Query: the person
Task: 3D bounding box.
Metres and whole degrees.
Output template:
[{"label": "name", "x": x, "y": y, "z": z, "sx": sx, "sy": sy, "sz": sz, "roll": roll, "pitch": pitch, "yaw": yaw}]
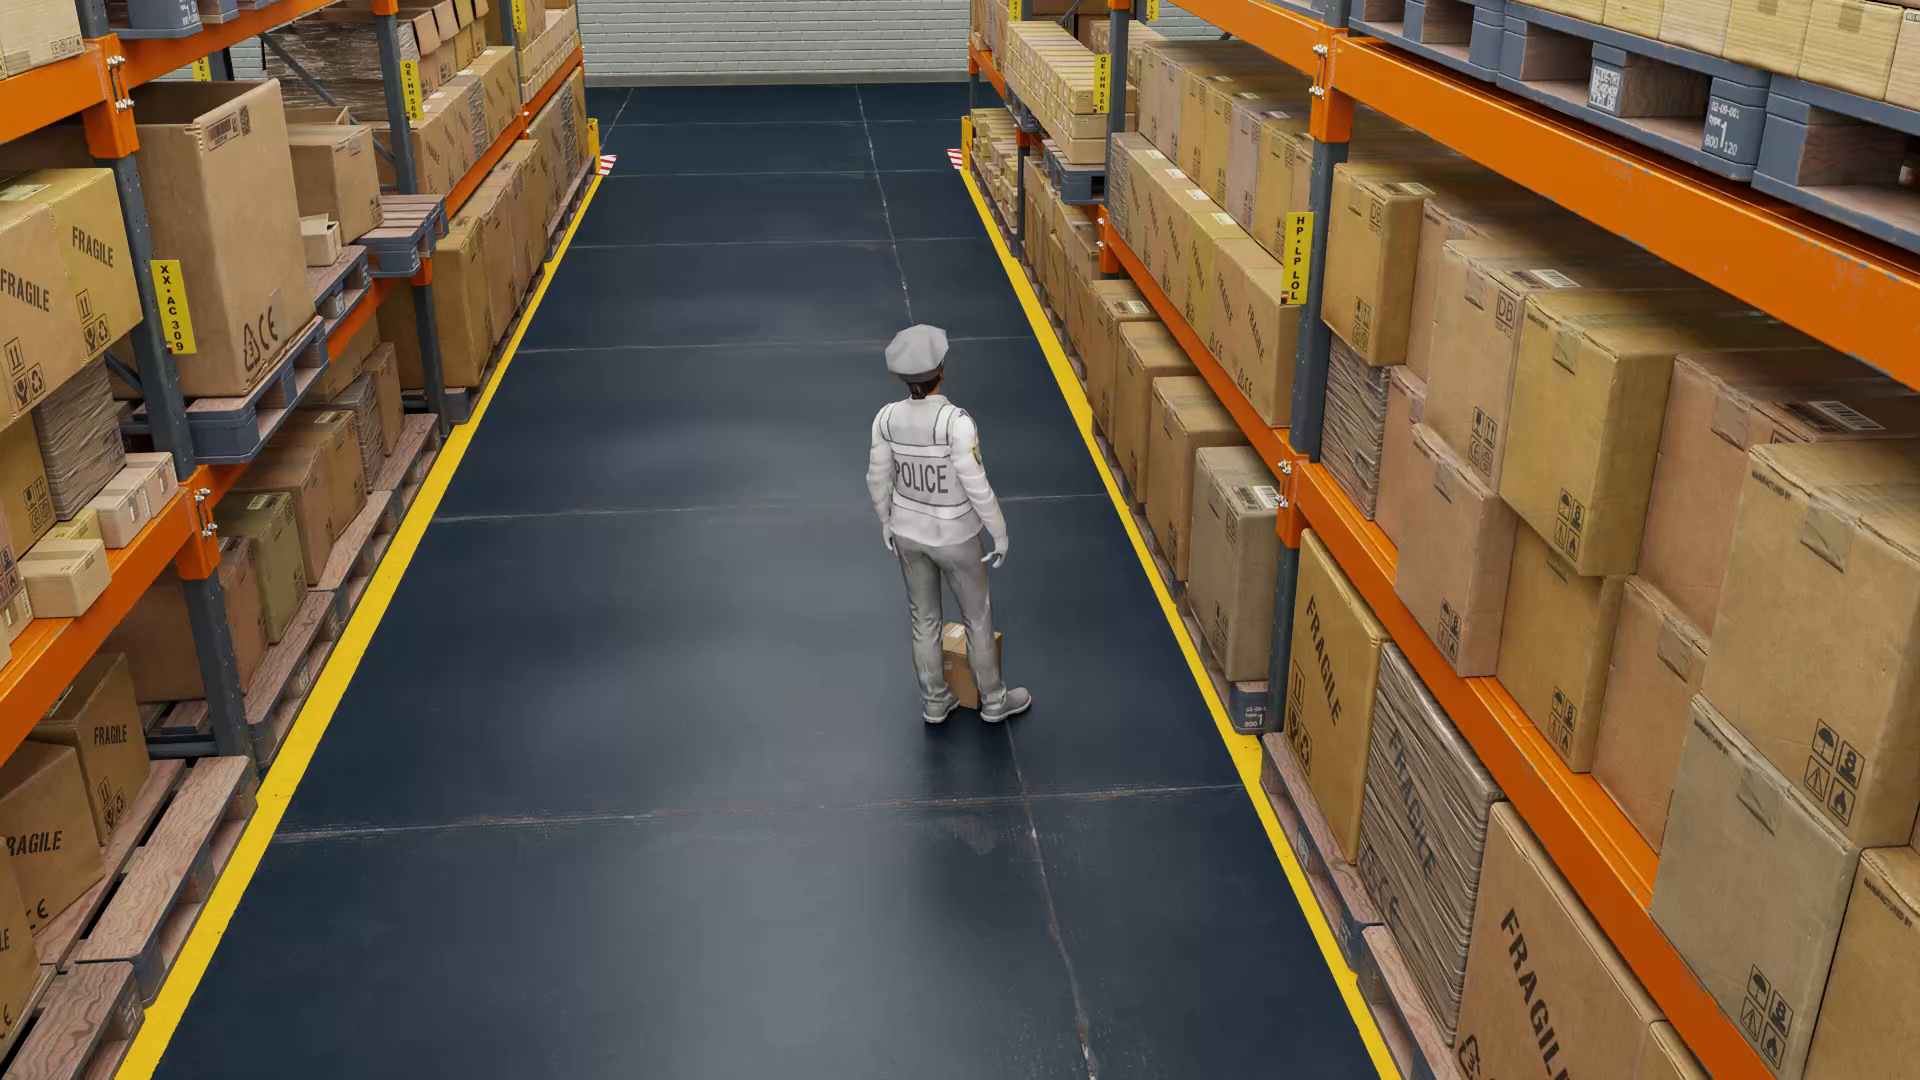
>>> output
[{"label": "person", "x": -0.056, "y": -0.051, "z": 6.653, "sx": 0.586, "sy": 1.694, "sz": 0.532, "roll": 12, "pitch": 27, "yaw": 25}]
